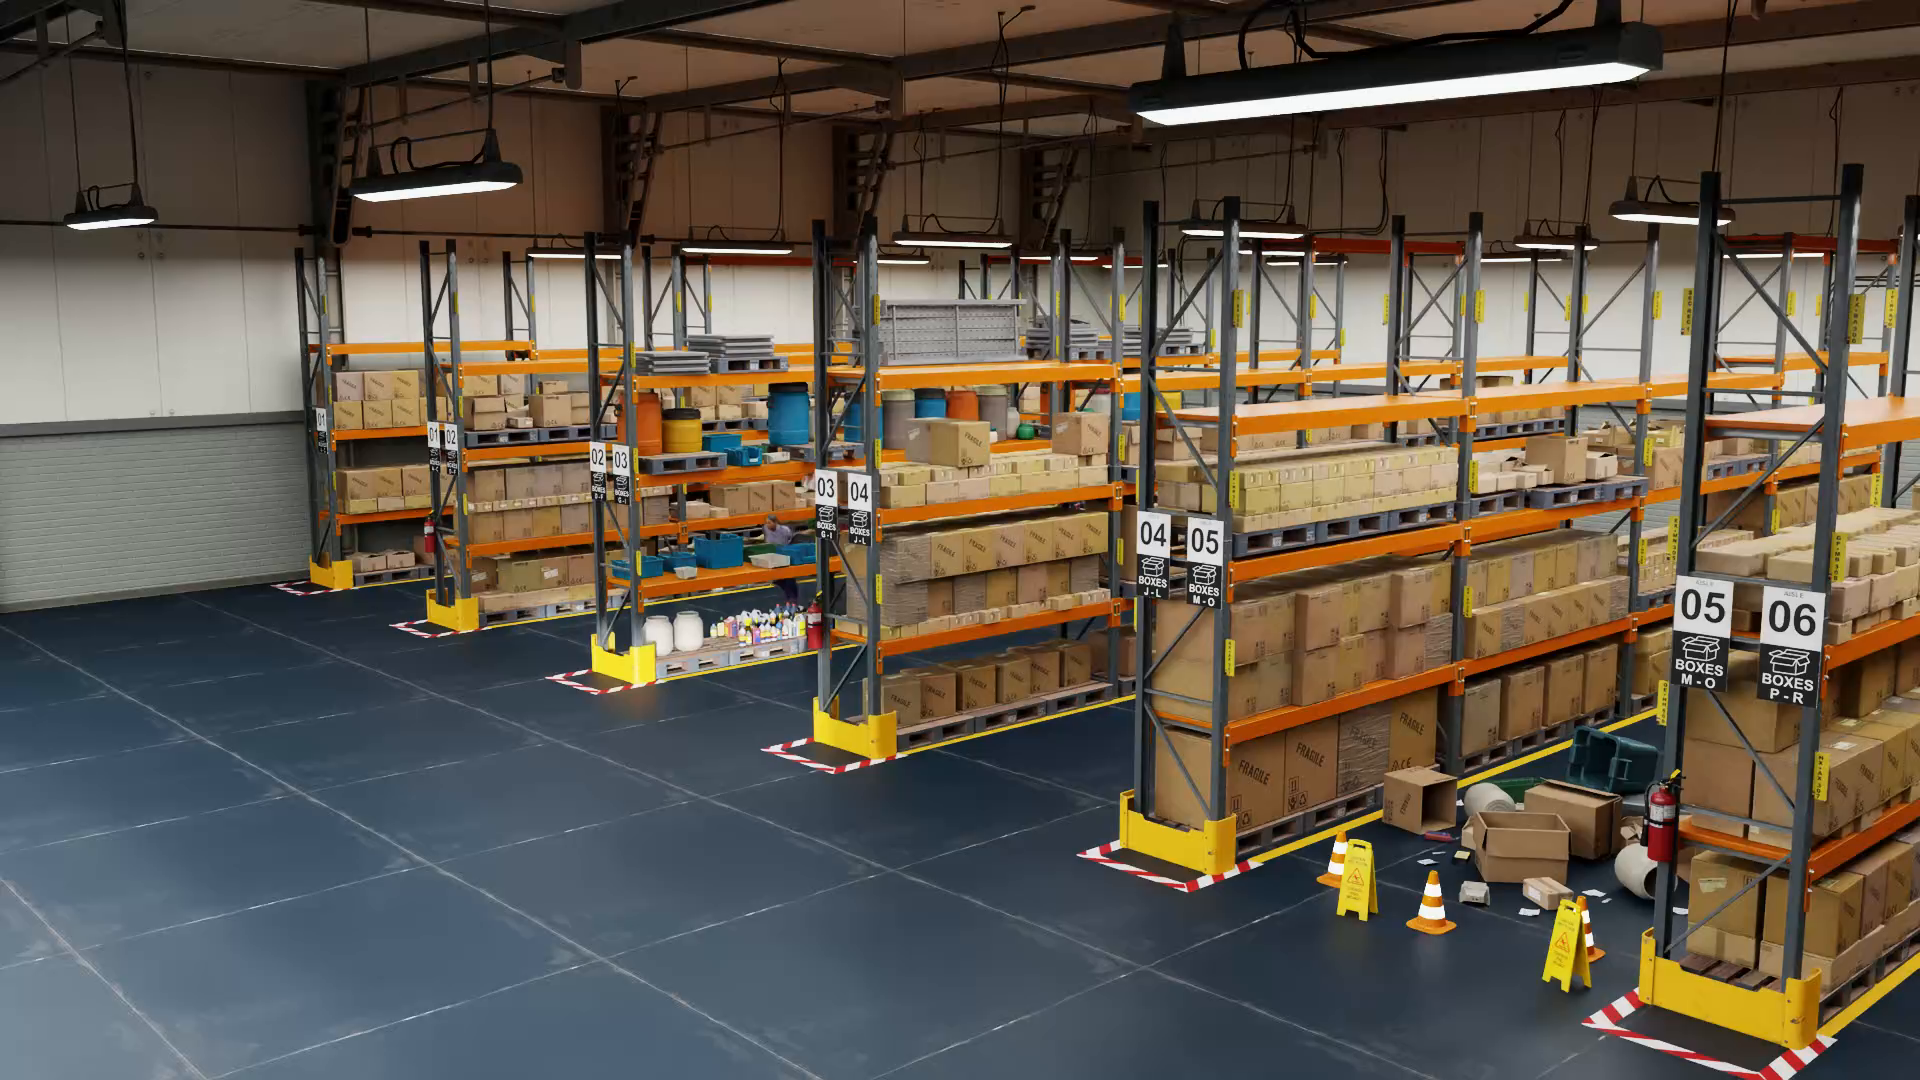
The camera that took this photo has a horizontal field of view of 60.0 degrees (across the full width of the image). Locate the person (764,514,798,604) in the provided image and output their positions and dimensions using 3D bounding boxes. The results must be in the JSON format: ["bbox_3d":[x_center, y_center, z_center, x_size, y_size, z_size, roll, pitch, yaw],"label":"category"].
[{"bbox_3d":[-2.870,0.302,26.327,0.632,1.495,0.788,5,10,29],"label":"person"}]

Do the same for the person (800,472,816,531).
[{"bbox_3d":[-2.975,-0.681,33.873,0.680,1.839,0.842,7,11,39],"label":"person"}]
